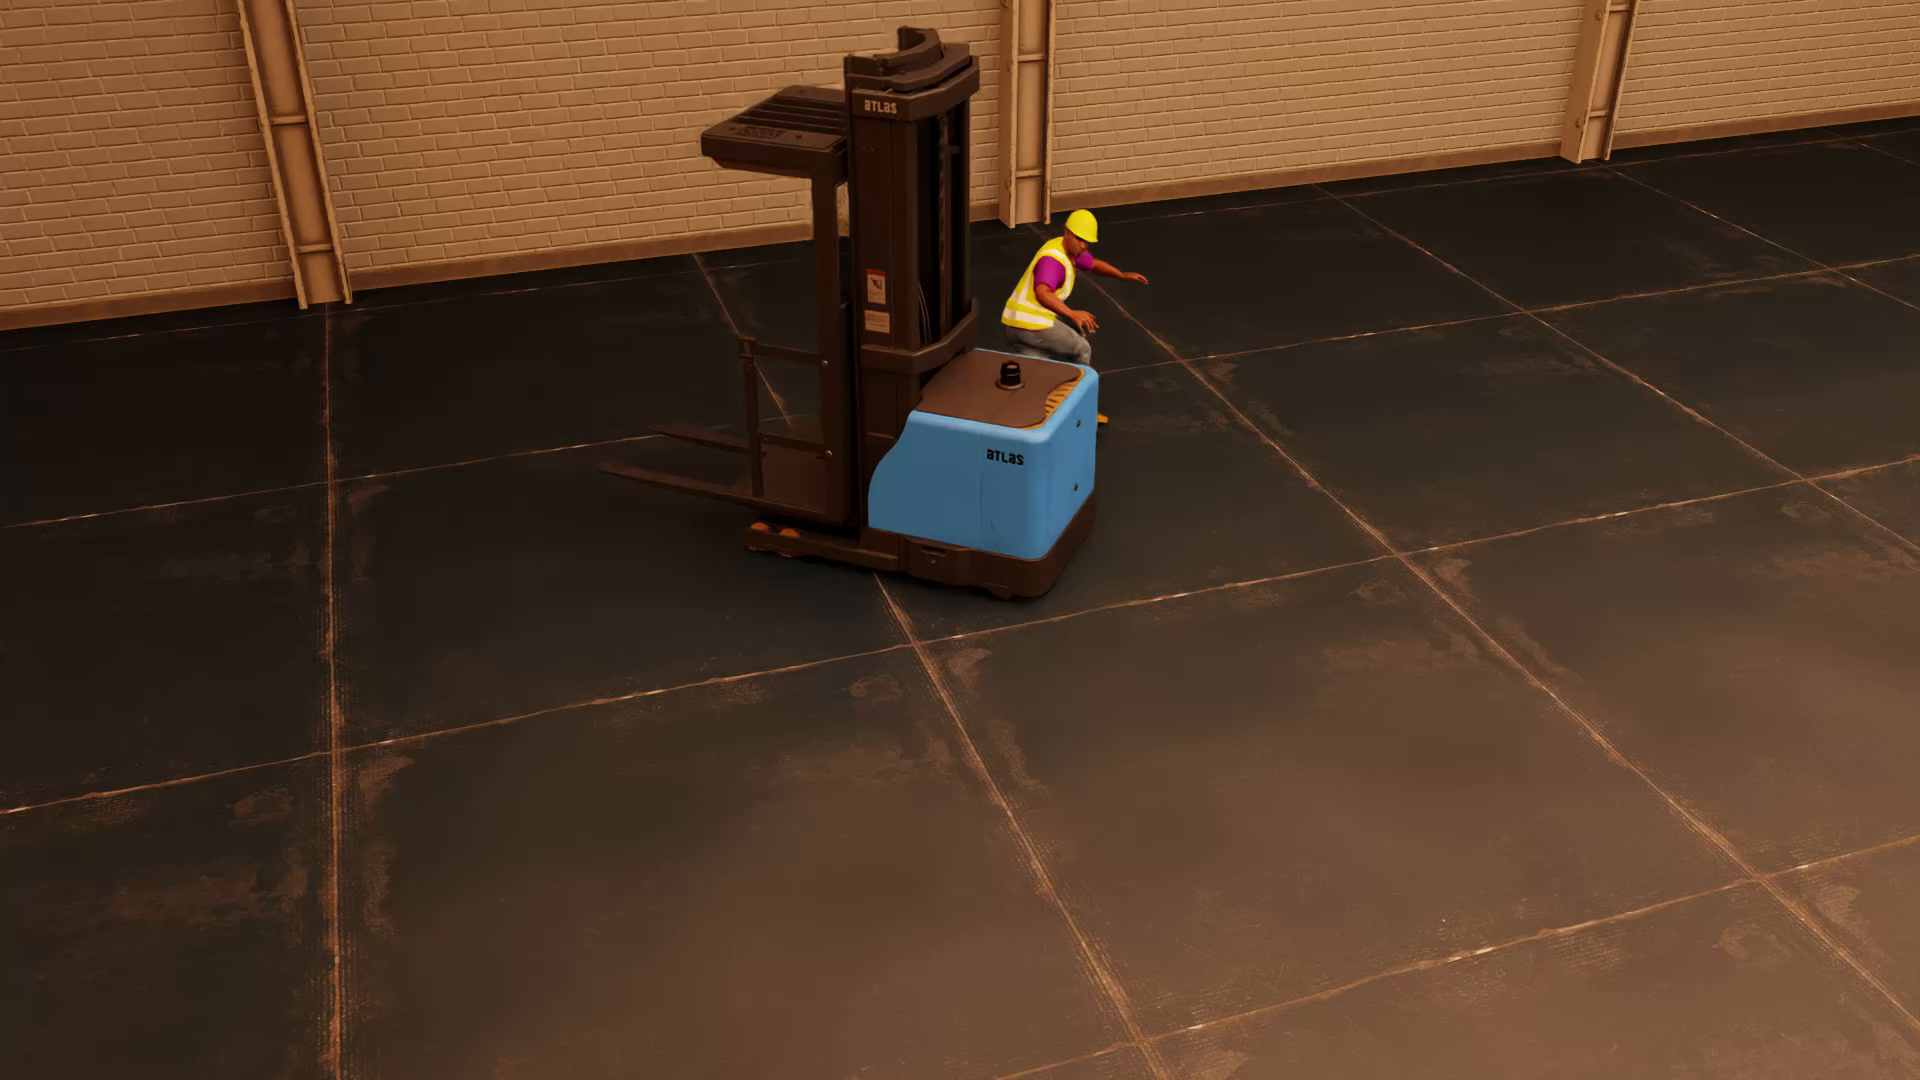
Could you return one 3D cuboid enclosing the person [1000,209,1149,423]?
[{"bbox_3d":[0.791,-1.378,10.907,1.039,1.531,1.012,-7,31,-13],"label":"person"}]

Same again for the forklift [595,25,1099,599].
[{"bbox_3d":[-0.751,-1.398,9.517,3.031,2.935,1.130,12,32,19],"label":"forklift"}]
